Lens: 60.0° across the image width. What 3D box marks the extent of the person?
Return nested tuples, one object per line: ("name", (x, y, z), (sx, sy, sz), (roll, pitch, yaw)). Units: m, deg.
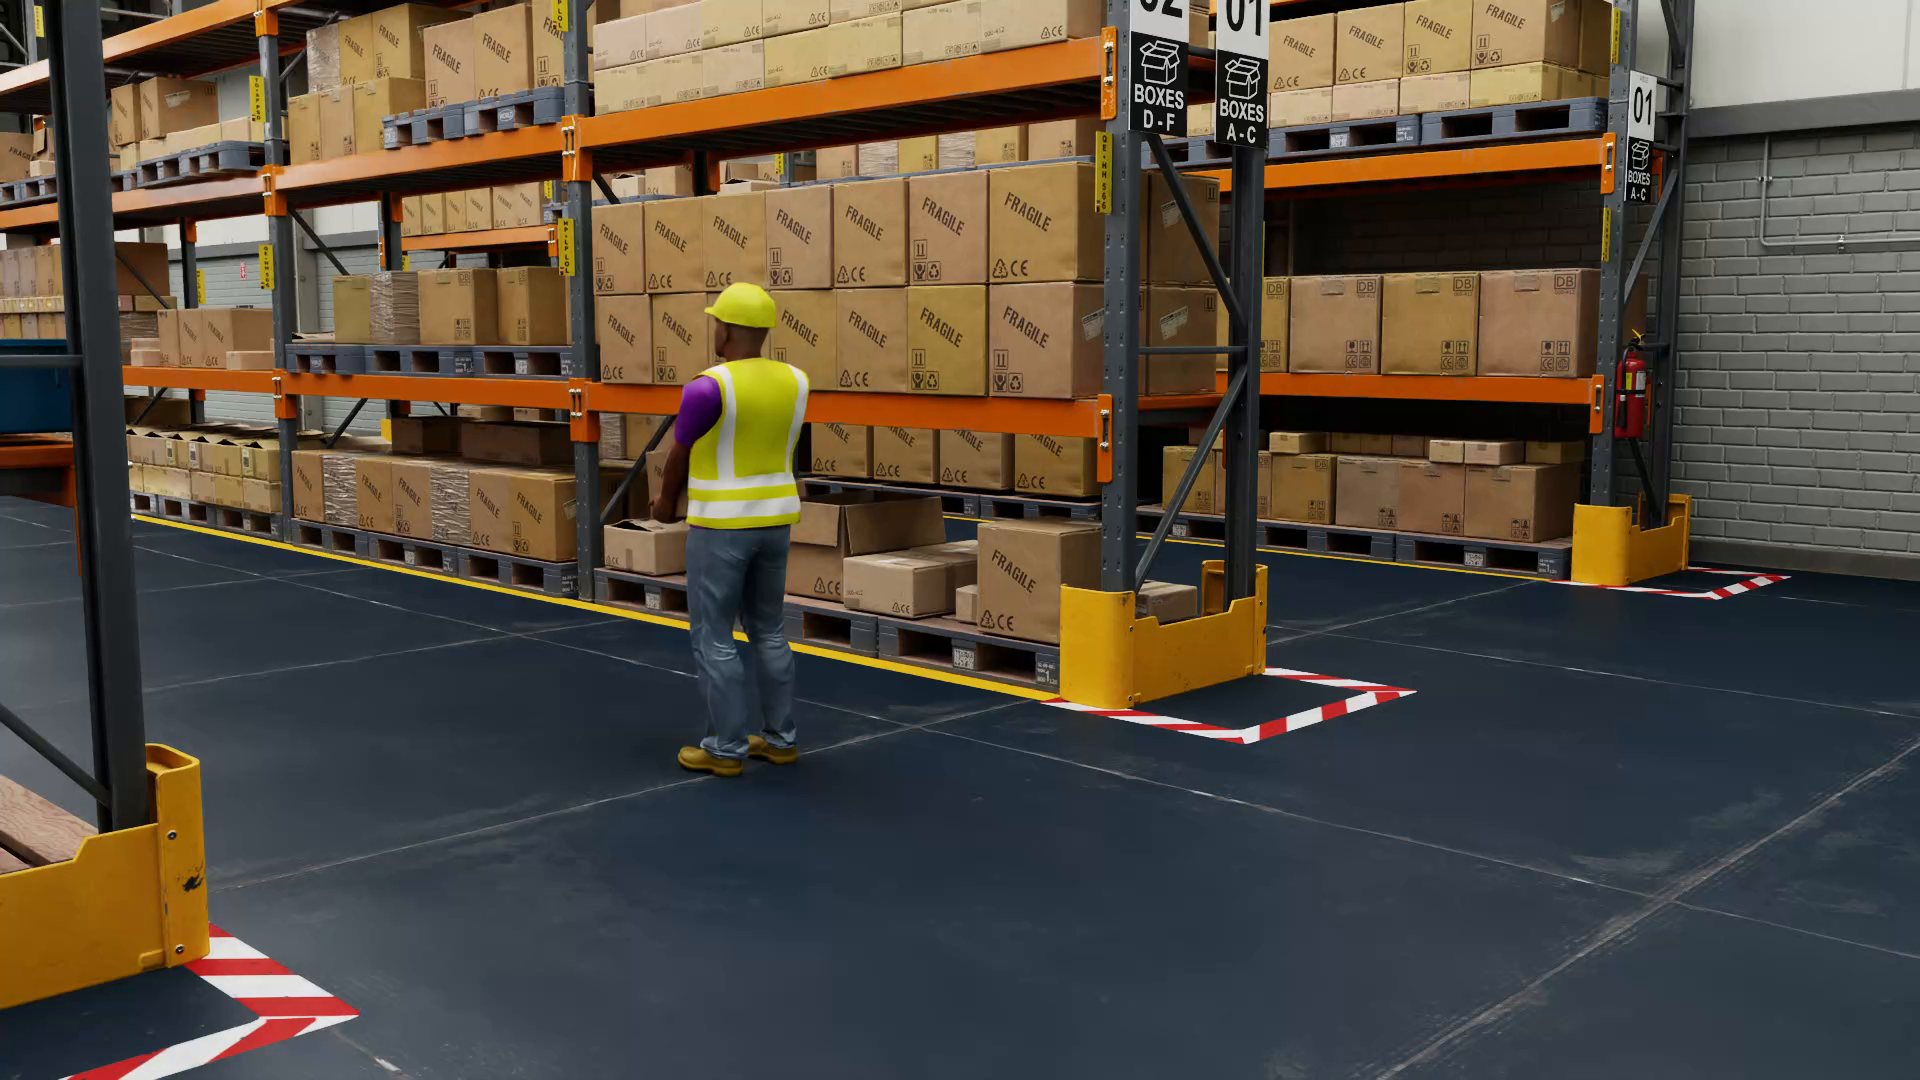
("person", (-0.870, -0.049, 6.081), (0.585, 1.760, 0.503), (7, 10, 44))
